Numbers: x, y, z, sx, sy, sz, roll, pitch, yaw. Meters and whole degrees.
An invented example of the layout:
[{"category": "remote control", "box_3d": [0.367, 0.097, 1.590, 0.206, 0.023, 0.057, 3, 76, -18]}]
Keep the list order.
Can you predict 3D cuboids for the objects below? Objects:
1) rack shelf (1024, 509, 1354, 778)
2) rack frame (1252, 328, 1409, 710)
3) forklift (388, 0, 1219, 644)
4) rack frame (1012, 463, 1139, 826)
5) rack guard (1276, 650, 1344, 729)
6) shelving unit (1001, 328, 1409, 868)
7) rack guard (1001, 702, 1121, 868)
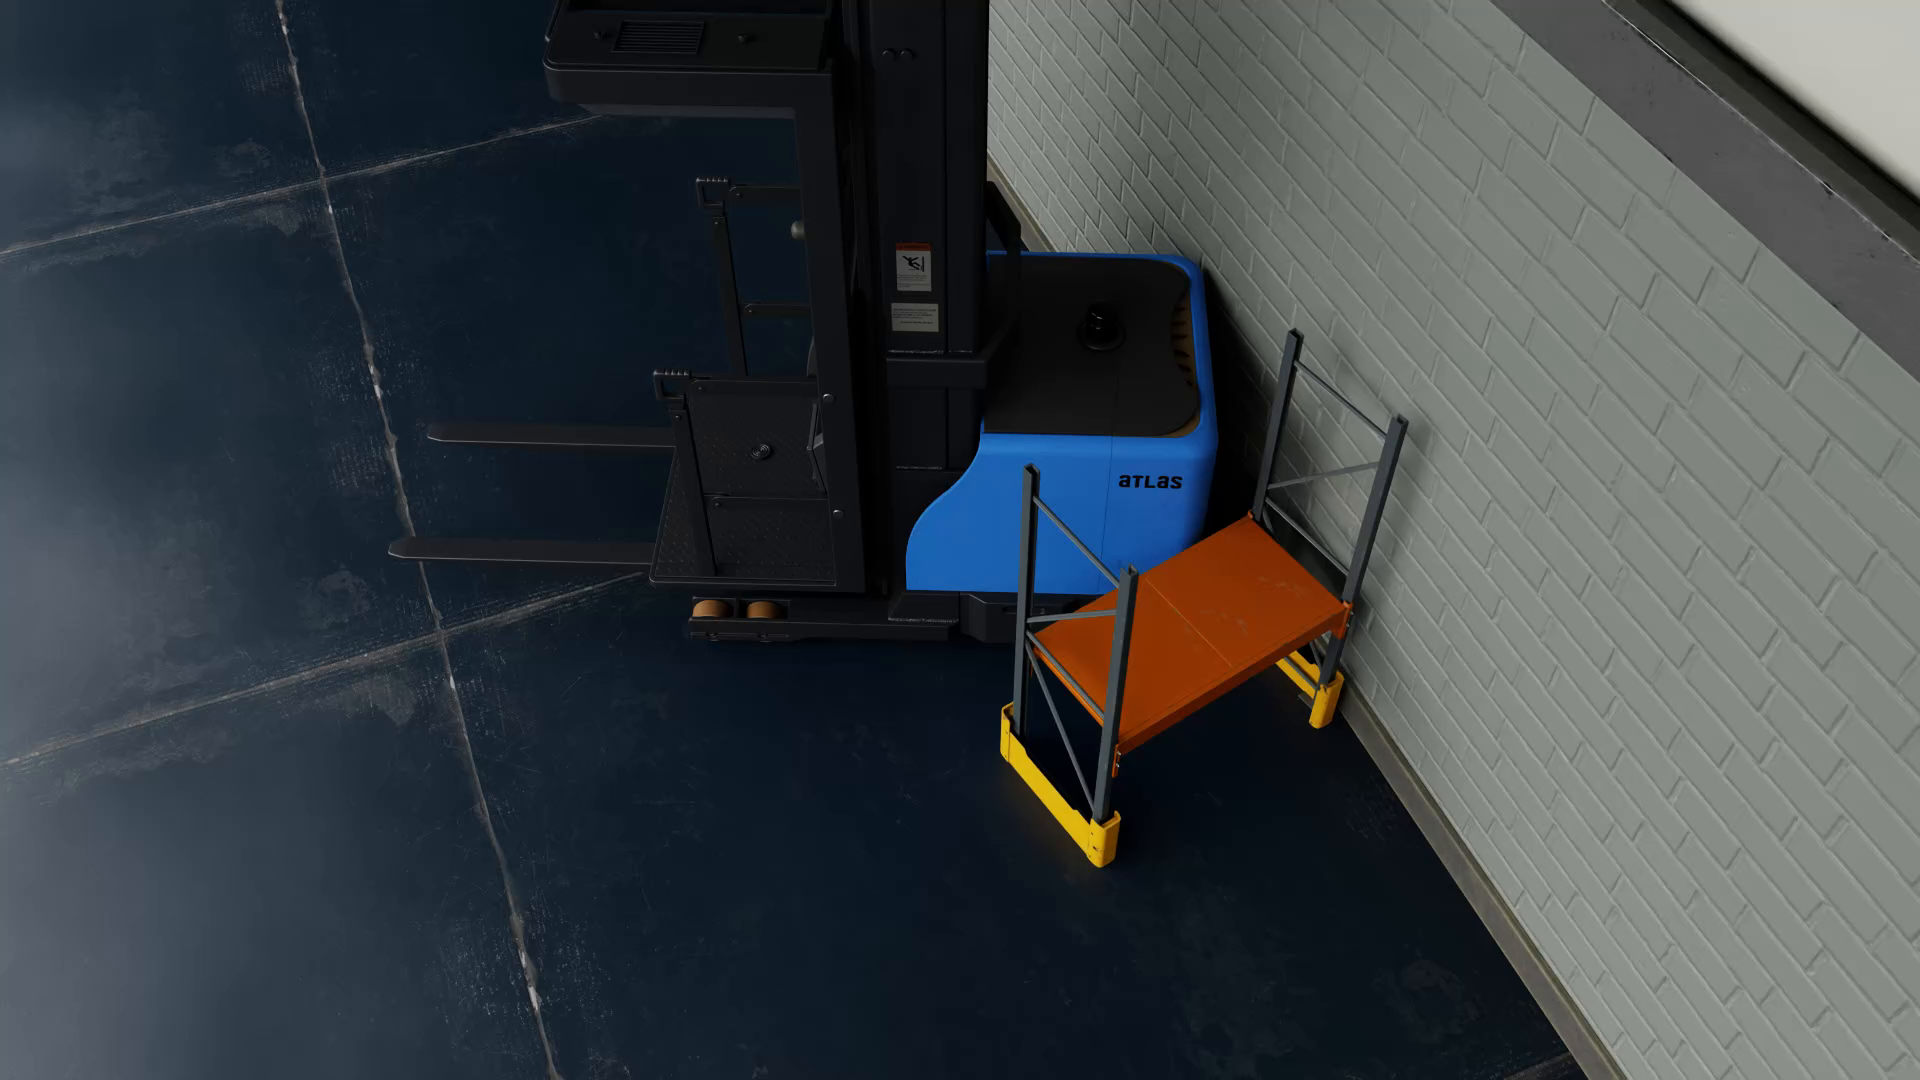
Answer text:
[{"category": "rack shelf", "box_3d": [0.755, 0.326, 5.560, 1.000, 0.185, 0.538, -28, 55, -22]}, {"category": "rack frame", "box_3d": [1.173, -0.010, 5.611, 0.032, 1.500, 0.500, -28, 55, -22]}, {"category": "forklift", "box_3d": [-0.629, -0.971, 5.493, 3.031, 2.935, 1.130, 1, 49, 1]}, {"category": "rack frame", "box_3d": [0.336, 0.427, 5.235, 0.032, 1.500, 0.500, -28, 55, -22]}, {"category": "rack guard", "box_3d": [1.157, 0.405, 6.078, 0.087, 0.250, 0.587, -28, 55, -22]}, {"category": "shelving unit", "box_3d": [0.747, 0.212, 5.420, 1.083, 1.500, 0.587, -28, 55, -22]}, {"category": "rack guard", "box_3d": [0.337, 0.834, 5.710, 0.087, 0.250, 0.587, -28, 55, -22]}]
